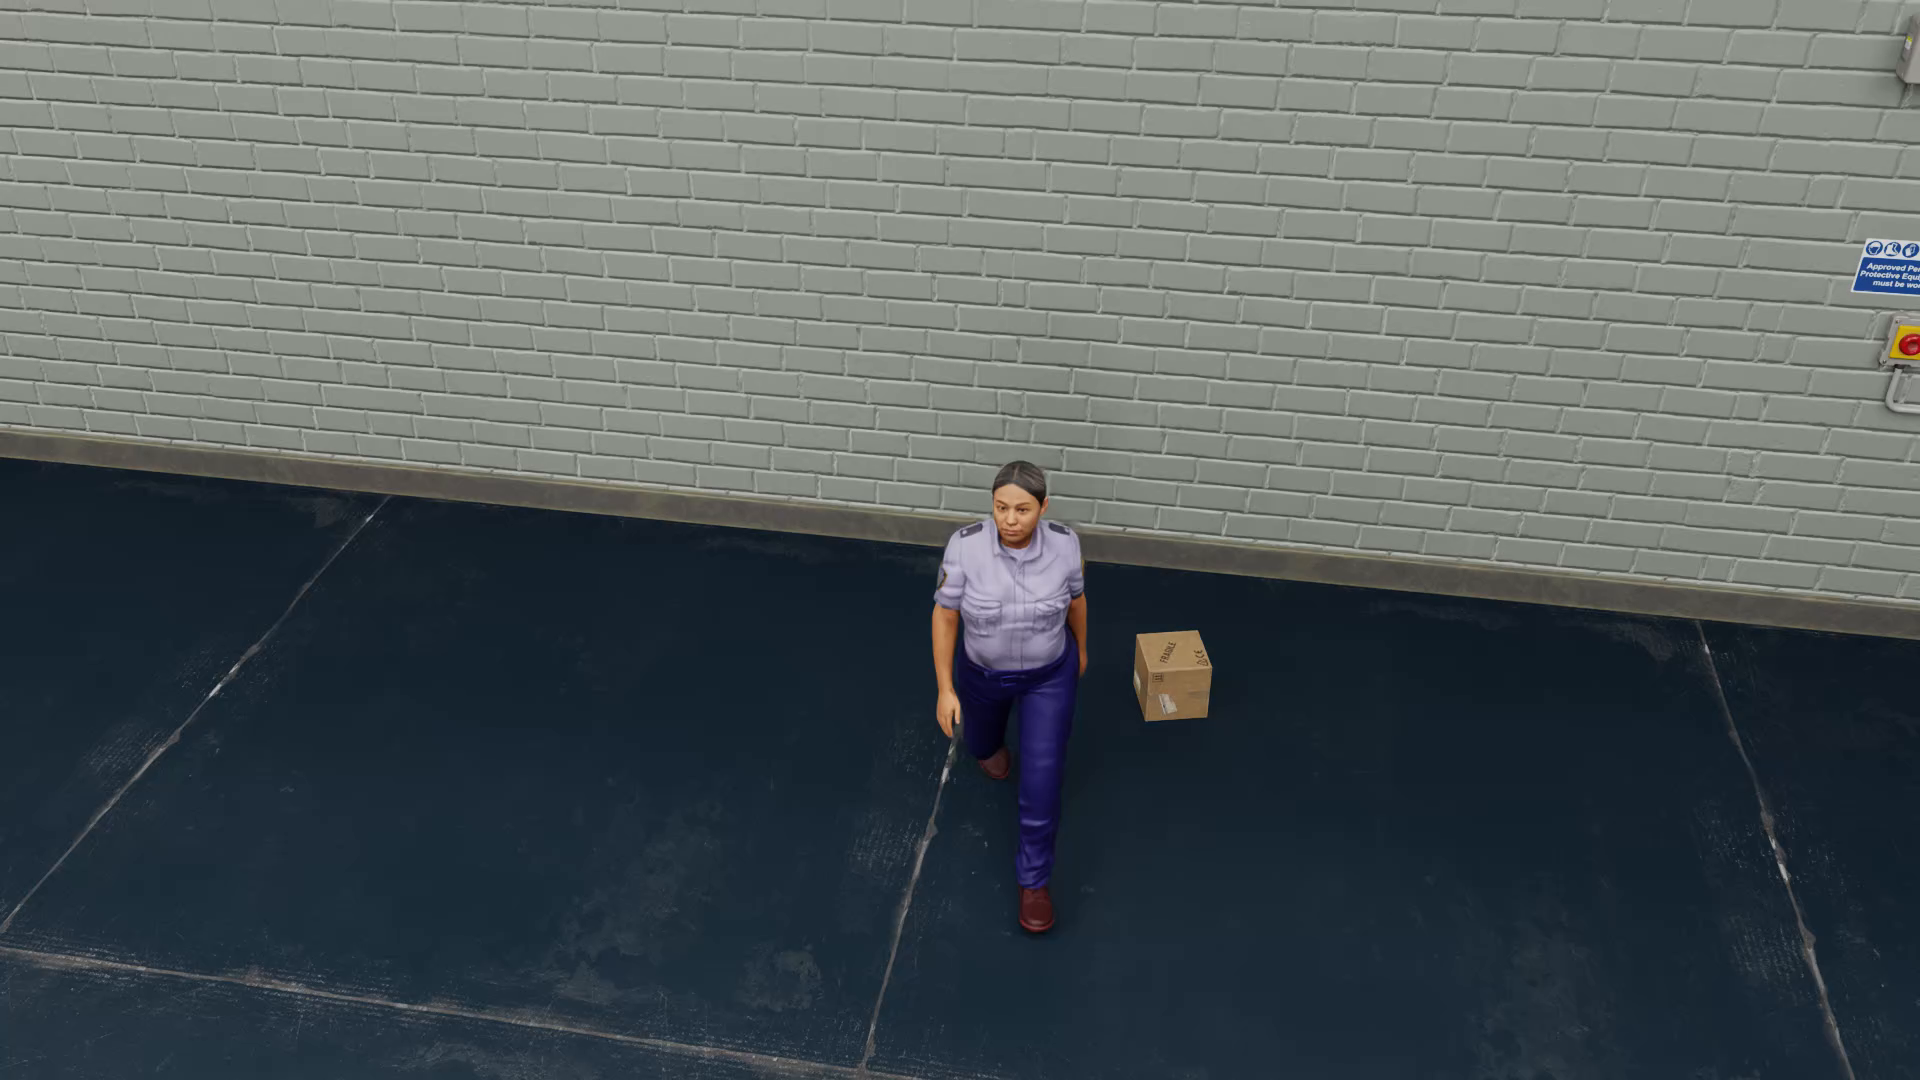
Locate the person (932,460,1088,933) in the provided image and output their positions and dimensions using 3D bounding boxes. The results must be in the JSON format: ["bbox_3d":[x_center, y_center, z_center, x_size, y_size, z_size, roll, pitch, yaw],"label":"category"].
[{"bbox_3d":[0.172,0.400,5.549,0.516,1.586,1.015,2,33,3],"label":"person"}]
